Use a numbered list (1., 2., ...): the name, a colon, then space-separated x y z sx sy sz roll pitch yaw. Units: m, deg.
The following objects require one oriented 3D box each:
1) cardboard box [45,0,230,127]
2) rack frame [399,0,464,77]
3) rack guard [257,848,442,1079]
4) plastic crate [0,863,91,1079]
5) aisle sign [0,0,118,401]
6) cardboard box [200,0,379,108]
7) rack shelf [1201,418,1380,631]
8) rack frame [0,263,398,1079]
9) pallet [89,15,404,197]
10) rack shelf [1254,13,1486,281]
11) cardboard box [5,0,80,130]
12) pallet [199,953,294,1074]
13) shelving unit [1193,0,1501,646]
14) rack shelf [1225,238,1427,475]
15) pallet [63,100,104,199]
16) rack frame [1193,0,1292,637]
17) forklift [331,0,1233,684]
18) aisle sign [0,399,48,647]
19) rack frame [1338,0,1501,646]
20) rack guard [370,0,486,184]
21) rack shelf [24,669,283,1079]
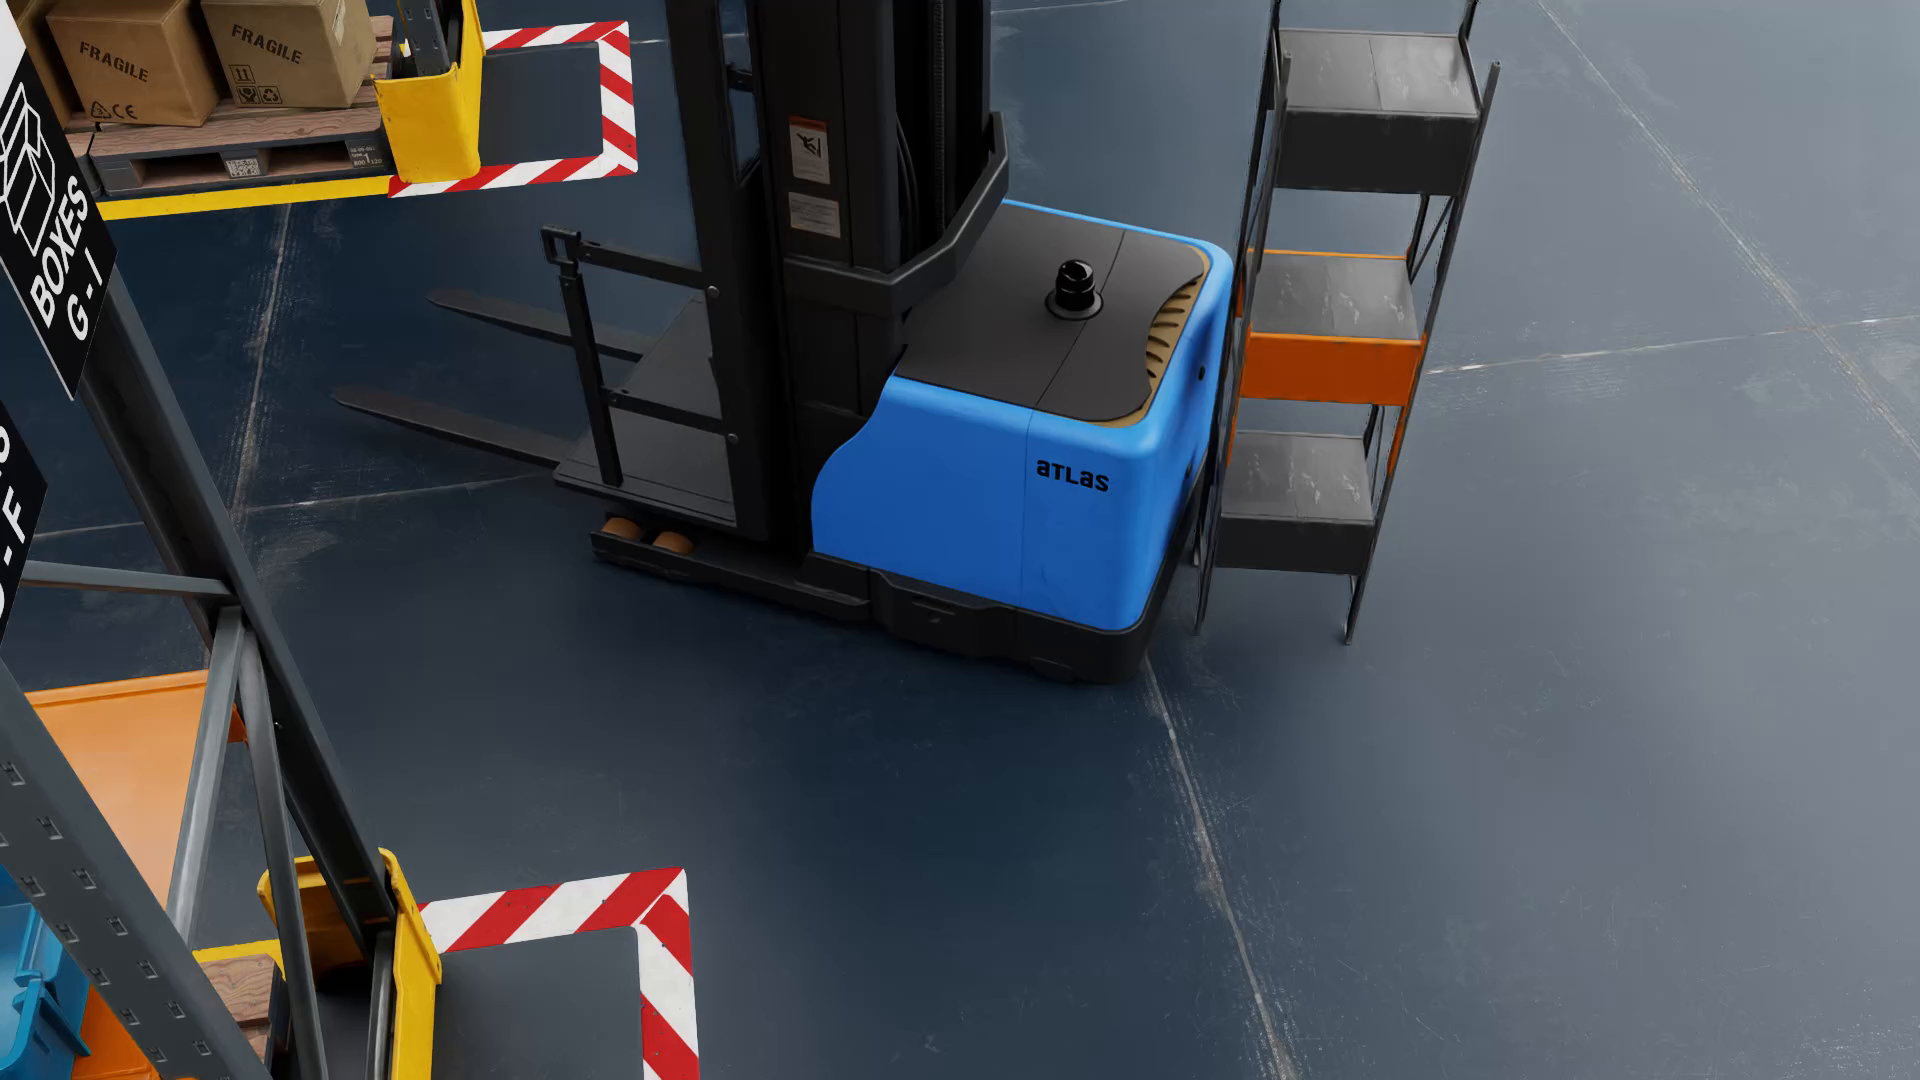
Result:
1. cardboard box: -3.499 -2.144 7.177 0.500 0.500 0.500 4 46 4
2. rack frame: -2.298 -3.029 6.585 0.127 3.000 1.000 -7 46 -7
3. rack guard: -1.520 1.396 4.058 0.348 0.500 1.175 -7 46 -7
4. plastic crate: -1.895 0.811 2.989 0.616 0.251 0.499 -7 46 -7
5. aisle sign: -1.432 -0.633 2.471 0.004 0.787 0.394 -7 46 -7
6. cardboard box: -2.916 -2.242 7.272 0.500 0.500 0.500 1 46 1
7. rack shelf: 1.037 -0.046 5.328 0.480 0.518 0.431 3 46 3
8. rack frame: -1.453 0.486 3.199 0.127 3.000 1.000 -7 46 -7
9. pallet: -3.179 -1.977 7.508 1.213 0.211 1.003 -7 46 -7
10. rack shelf: 1.037 -1.018 4.319 0.480 0.518 0.431 3 46 3
11. cardboard box: -4.119 -2.081 7.116 0.500 0.500 0.500 -3 46 -3
12. pallet: -2.322 1.592 4.069 1.213 0.211 1.003 -7 46 -7
13. shelving unit: 1.037 -0.542 4.814 0.503 2.100 0.431 3 46 3
14. rack shelf: 1.037 -0.532 4.824 0.480 0.518 0.431 3 46 3
15. pallet: -4.379 -1.830 7.366 1.213 0.211 1.003 -7 46 -7
16. rack frame: 0.794 -0.556 4.828 0.015 2.100 0.400 3 46 3
17. forklift: -0.713 -1.224 4.894 3.031 2.935 1.130 15 48 14
18. aisle sign: -1.332 -0.214 2.068 0.004 0.787 0.394 -7 46 -7
19. rack frame: 1.280 -0.527 4.800 0.015 2.100 0.400 3 46 3
20. rack guard: -2.373 -2.152 7.476 0.348 0.500 1.175 -7 46 -7
21. rack shelf: -3.424 0.981 3.221 4.000 0.370 1.077 -7 46 -7
